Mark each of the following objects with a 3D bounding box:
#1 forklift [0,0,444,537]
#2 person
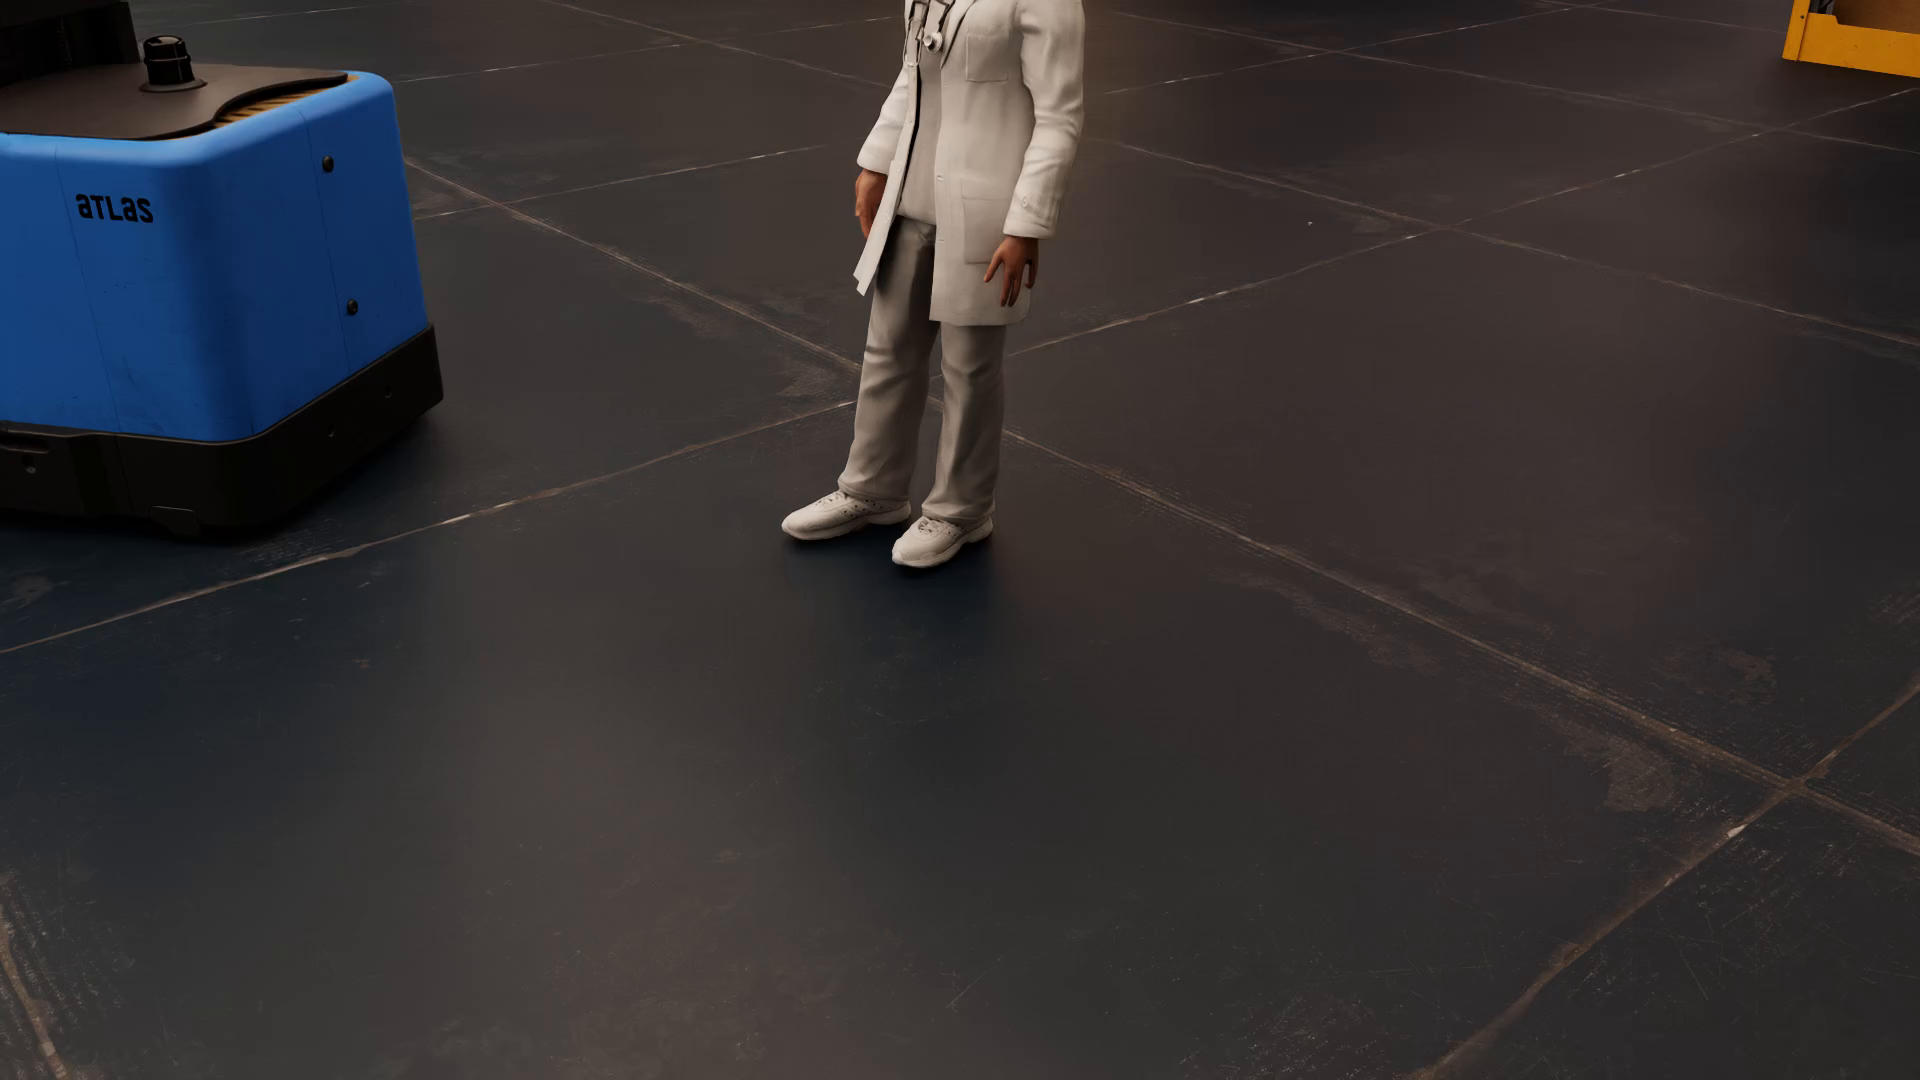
[{"bbox_3d":[-3.200,-1.653,4.535,3.031,2.935,1.130,6,27,12],"label":"forklift"},{"bbox_3d":[-0.072,-0.778,4.055,0.581,1.775,0.694,-20,33,-35],"label":"person"}]
